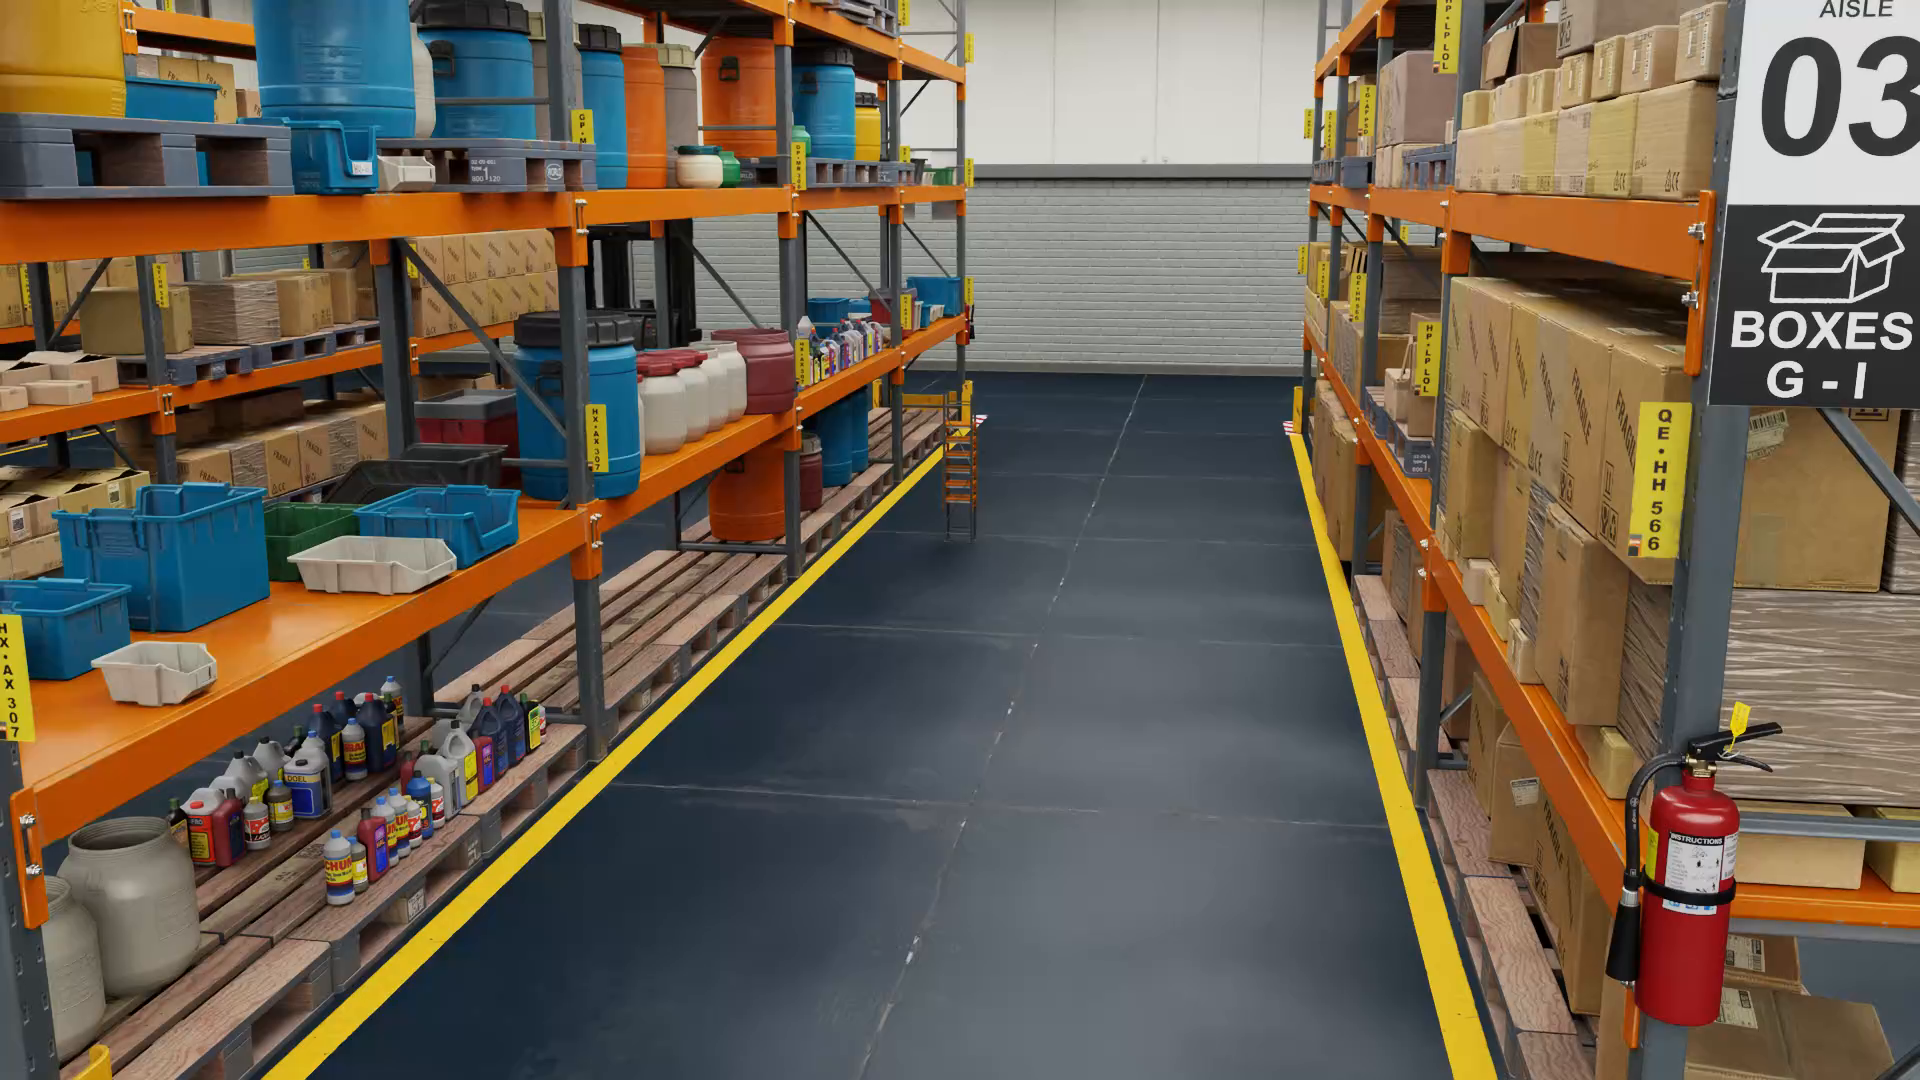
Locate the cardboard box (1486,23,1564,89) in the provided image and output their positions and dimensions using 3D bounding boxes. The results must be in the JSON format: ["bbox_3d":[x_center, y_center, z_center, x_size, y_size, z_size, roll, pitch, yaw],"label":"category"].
[{"bbox_3d":[2.779,-2.030,7.429,0.797,0.503,0.637,1,12,6],"label":"cardboard box"}]

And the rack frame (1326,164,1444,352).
[{"bbox_3d":[3.840,-1.878,15.088,1.000,3.000,0.127,2,12,9],"label":"rack frame"}]

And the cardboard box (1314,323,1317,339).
[{"bbox_3d":[3.760,-2.097,16.700,0.380,0.149,0.250,2,12,8],"label":"cardboard box"}]

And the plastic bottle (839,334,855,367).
[{"bbox_3d":[-0.986,-1.628,14.223,0.152,0.276,0.135,2,12,9],"label":"plastic bottle"}]

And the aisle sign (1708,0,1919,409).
[{"bbox_3d":[1.688,-0.648,3.209,0.394,0.787,0.004,2,12,9],"label":"aisle sign"}]

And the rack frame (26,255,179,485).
[{"bbox_3d":[-6.564,-1.367,12.718,1.000,3.000,0.127,2,12,9],"label":"rack frame"}]

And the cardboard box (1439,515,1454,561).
[{"bbox_3d":[2.228,-0.003,6.985,0.380,0.149,0.250,2,12,9],"label":"cardboard box"}]

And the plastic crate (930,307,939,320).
[{"bbox_3d":[-0.445,-2.536,18.625,0.396,0.136,0.243,2,12,9],"label":"plastic crate"}]

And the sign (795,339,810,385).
[{"bbox_3d":[-1.125,-1.269,11.876,0.100,0.325,0.005,2,12,9],"label":"sign"}]

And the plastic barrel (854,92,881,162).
[{"bbox_3d":[-0.994,-3.606,14.541,0.600,0.588,0.600,0,12,0],"label":"plastic barrel"}]

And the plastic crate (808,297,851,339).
[{"bbox_3d":[-1.320,-2.168,16.331,0.392,0.384,0.575,2,12,9],"label":"plastic crate"}]

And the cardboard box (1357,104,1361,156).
[{"bbox_3d":[3.760,-3.478,14.156,0.700,0.500,0.500,2,12,10],"label":"cardboard box"}]

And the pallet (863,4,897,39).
[{"bbox_3d":[-1.151,-4.510,14.459,1.003,0.211,1.213,2,12,9],"label":"pallet"}]

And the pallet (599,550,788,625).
[{"bbox_3d":[-1.827,0.317,11.521,1.003,0.211,1.213,2,12,9],"label":"pallet"}]

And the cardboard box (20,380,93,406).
[{"bbox_3d":[-6.429,-1.048,11.834,0.380,0.149,0.250,2,12,9],"label":"cardboard box"}]

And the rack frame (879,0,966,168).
[{"bbox_3d":[-0.439,-5.804,19.065,1.000,3.000,0.127,2,12,9],"label":"rack frame"}]

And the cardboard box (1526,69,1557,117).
[{"bbox_3d":[2.091,-1.470,5.486,0.380,0.149,0.250,2,12,8],"label":"cardboard box"}]

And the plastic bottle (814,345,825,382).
[{"bbox_3d":[-1.111,-1.399,13.143,0.061,0.283,0.133,2,12,9],"label":"plastic bottle"}]

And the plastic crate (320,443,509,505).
[{"bbox_3d":[-2.491,-0.238,7.625,0.767,0.338,0.504,2,12,9],"label":"plastic crate"}]

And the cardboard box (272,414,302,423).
[{"bbox_3d":[-6.419,-0.885,15.369,0.500,0.500,0.500,2,12,9],"label":"cardboard box"}]

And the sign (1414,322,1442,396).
[{"bbox_3d":[2.060,-0.796,7.319,0.100,0.325,0.005,2,12,9],"label":"sign"}]

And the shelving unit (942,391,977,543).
[{"bbox_3d":[-0.002,-0.584,13.353,0.258,1.200,0.189,2,12,9],"label":"shelving unit"}]

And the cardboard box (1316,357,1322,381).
[{"bbox_3d":[4.435,-1.742,18.501,0.875,0.875,0.875,2,12,9],"label":"cardboard box"}]

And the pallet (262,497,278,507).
[{"bbox_3d":[-6.411,-0.158,13.727,1.003,0.211,1.213,2,12,9],"label":"pallet"}]

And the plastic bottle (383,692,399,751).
[{"bbox_3d":[-2.684,0.863,7.772,0.061,0.283,0.133,2,12,9],"label":"plastic bottle"}]

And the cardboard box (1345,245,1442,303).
[{"bbox_3d":[3.749,-2.284,14.354,0.797,0.503,0.637,2,12,7],"label":"cardboard box"}]

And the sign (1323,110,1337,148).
[{"bbox_3d":[3.291,-3.654,14.791,0.100,0.325,0.005,2,12,9],"label":"sign"}]

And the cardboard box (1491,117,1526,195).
[{"bbox_3d":[2.124,-1.307,5.674,0.500,0.250,0.500,1,12,6],"label":"cardboard box"}]

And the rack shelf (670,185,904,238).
[{"bbox_3d":[-1.362,-2.737,13.661,1.077,0.370,4.000,2,12,9],"label":"rack shelf"}]

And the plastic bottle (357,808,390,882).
[{"bbox_3d":[-2.260,1.158,6.402,0.061,0.283,0.133,2,12,10],"label":"plastic bottle"}]

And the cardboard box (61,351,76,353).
[{"bbox_3d":[-10.570,-2.166,19.820,0.380,0.149,0.250,2,12,9],"label":"cardboard box"}]

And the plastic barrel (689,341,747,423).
[{"bbox_3d":[-1.617,-1.040,10.932,0.421,0.512,0.421,0,12,0],"label":"plastic barrel"}]

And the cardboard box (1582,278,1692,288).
[{"bbox_3d":[2.812,-0.793,6.738,0.500,0.500,0.500,2,12,9],"label":"cardboard box"}]

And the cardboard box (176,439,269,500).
[{"bbox_3d":[-6.136,-0.555,13.838,0.500,0.500,0.500,1,12,7],"label":"cardboard box"}]

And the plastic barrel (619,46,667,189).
[{"bbox_3d":[-2.111,-2.582,10.216,0.600,0.830,0.708,2,12,9],"label":"plastic barrel"}]

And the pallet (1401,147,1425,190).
[{"bbox_3d":[2.966,-1.928,8.647,1.213,0.211,1.003,2,12,9],"label":"pallet"}]

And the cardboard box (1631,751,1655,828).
[{"bbox_3d":[1.873,0.625,4.071,0.380,0.149,0.250,2,12,9],"label":"cardboard box"}]

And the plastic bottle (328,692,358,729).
[{"bbox_3d":[-2.819,0.861,7.621,0.144,0.351,0.185,2,12,10],"label":"plastic bottle"}]

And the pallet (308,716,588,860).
[{"bbox_3d":[-2.429,1.128,7.757,1.003,0.211,1.213,2,12,9],"label":"pallet"}]

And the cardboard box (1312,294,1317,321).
[{"bbox_3d":[3.885,-2.370,17.021,0.500,0.250,0.500,2,12,8],"label":"cardboard box"}]

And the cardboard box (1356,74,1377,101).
[{"bbox_3d":[3.991,-4.210,15.535,0.500,0.250,0.500,1,12,5],"label":"cardboard box"}]

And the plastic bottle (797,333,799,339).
[{"bbox_3d":[-1.494,-1.696,14.539,0.152,0.276,0.135,2,12,9],"label":"plastic bottle"}]

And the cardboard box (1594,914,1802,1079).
[{"bbox_3d":[2.165,1.382,4.899,0.500,0.500,0.500,5,13,23],"label":"cardboard box"}]

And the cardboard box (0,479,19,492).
[{"bbox_3d":[-7.007,-0.293,11.933,0.500,0.311,0.500,2,12,7],"label":"cardboard box"}]

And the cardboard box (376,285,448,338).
[{"bbox_3d":[-5.601,-2.346,17.022,0.500,0.500,0.500,2,12,10],"label":"cardboard box"}]

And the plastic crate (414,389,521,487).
[{"bbox_3d":[-2.513,-0.515,8.612,0.402,0.464,0.583,2,12,9],"label":"plastic crate"}]

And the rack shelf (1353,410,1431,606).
[{"bbox_3d":[2.917,-0.277,9.368,1.077,0.370,4.000,2,12,9],"label":"rack shelf"}]

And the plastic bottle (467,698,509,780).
[{"bbox_3d":[-2.129,0.890,7.487,0.144,0.351,0.185,1,12,6],"label":"plastic bottle"}]

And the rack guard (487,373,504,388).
[{"bbox_3d":[-5.345,-1.795,20.635,1.175,0.500,0.348,2,12,9],"label":"rack guard"}]

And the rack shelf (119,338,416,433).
[{"bbox_3d":[-6.256,-1.432,14.725,1.077,0.370,4.000,2,12,9],"label":"rack shelf"}]

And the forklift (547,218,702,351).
[{"bbox_3d":[-3.255,-2.070,16.140,1.130,2.935,3.031,4,13,17],"label":"forklift"}]

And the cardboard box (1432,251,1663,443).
[{"bbox_3d":[2.870,-0.872,8.000,1.000,1.000,1.000,2,12,9],"label":"cardboard box"}]

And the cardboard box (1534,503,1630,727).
[{"bbox_3d":[2.064,0.204,4.483,0.875,0.500,0.500,2,12,9],"label":"cardboard box"}]

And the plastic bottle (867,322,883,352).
[{"bbox_3d":[-0.796,-1.885,15.417,0.152,0.276,0.135,2,12,9],"label":"plastic bottle"}]
